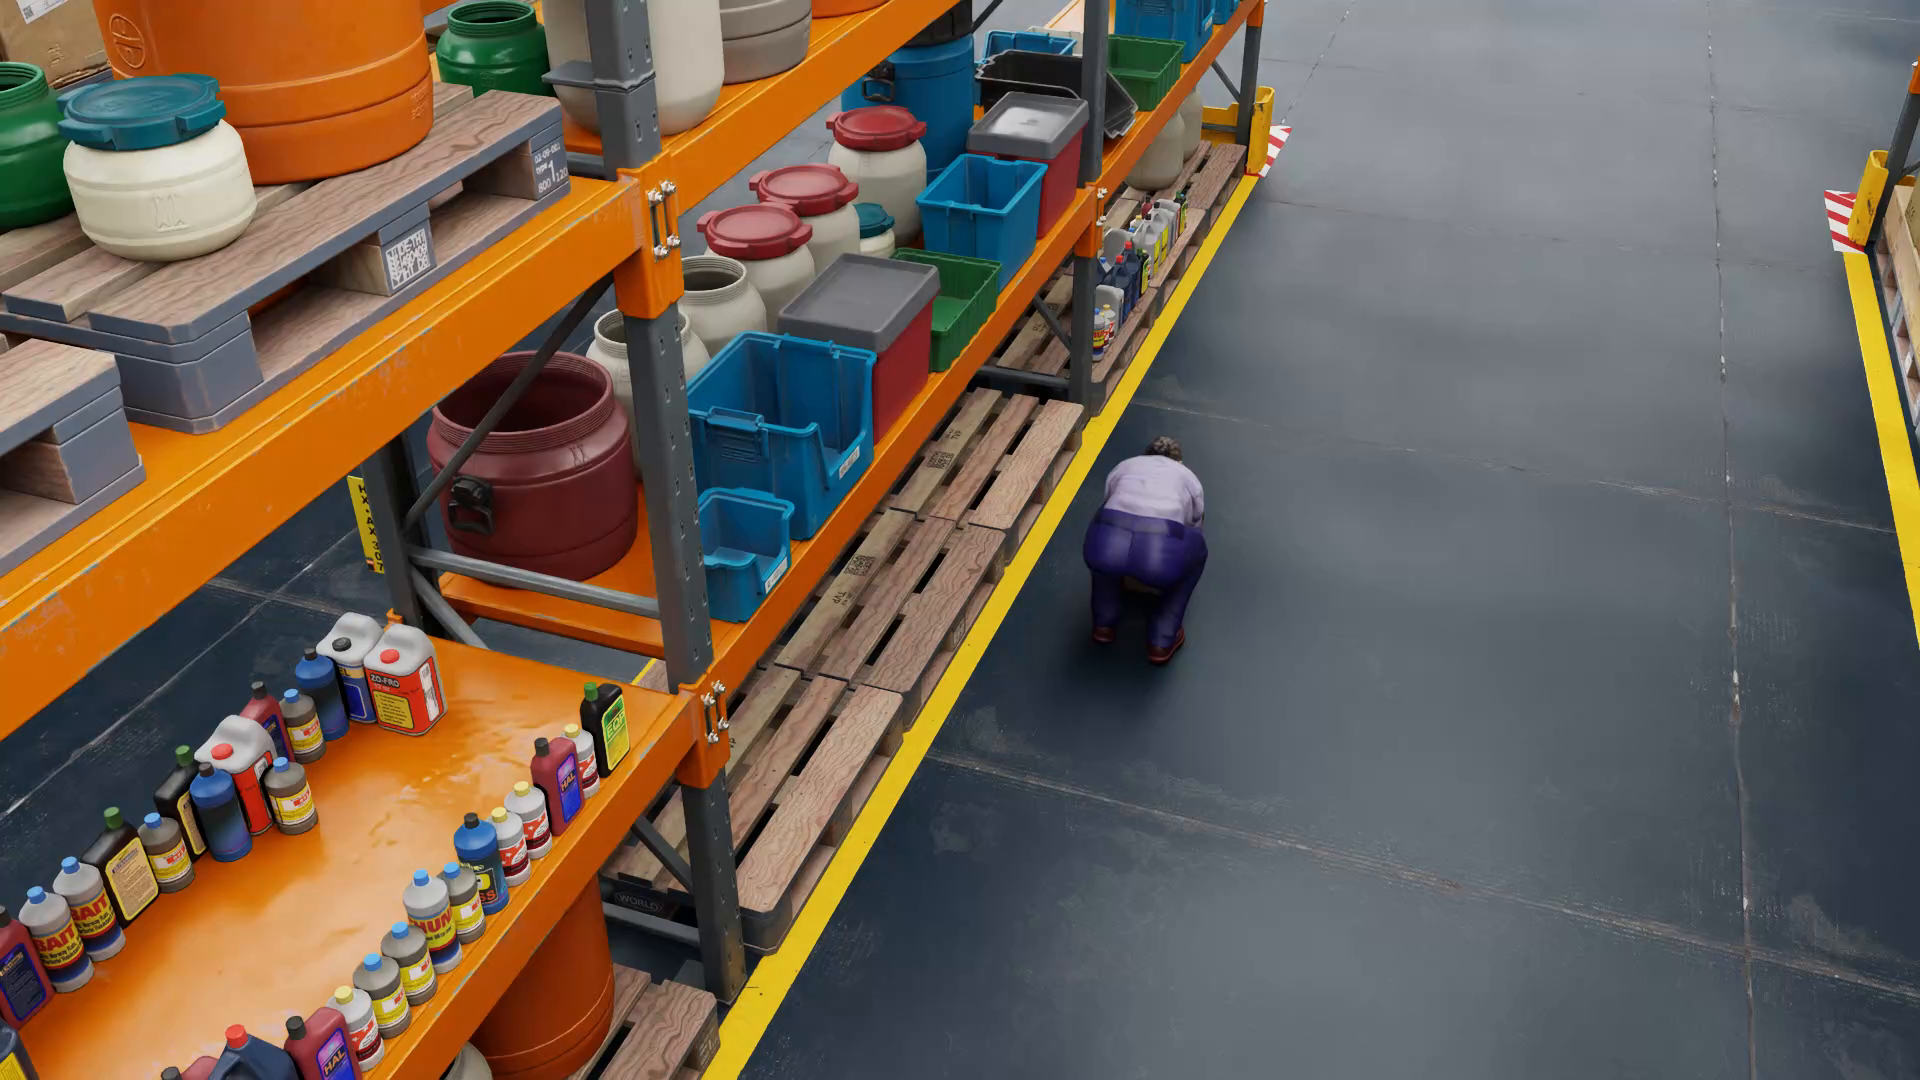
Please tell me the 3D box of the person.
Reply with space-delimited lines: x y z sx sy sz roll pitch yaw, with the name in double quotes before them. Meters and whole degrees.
"person" 0.777 0.036 6.930 0.504 0.763 0.905 10 35 15
